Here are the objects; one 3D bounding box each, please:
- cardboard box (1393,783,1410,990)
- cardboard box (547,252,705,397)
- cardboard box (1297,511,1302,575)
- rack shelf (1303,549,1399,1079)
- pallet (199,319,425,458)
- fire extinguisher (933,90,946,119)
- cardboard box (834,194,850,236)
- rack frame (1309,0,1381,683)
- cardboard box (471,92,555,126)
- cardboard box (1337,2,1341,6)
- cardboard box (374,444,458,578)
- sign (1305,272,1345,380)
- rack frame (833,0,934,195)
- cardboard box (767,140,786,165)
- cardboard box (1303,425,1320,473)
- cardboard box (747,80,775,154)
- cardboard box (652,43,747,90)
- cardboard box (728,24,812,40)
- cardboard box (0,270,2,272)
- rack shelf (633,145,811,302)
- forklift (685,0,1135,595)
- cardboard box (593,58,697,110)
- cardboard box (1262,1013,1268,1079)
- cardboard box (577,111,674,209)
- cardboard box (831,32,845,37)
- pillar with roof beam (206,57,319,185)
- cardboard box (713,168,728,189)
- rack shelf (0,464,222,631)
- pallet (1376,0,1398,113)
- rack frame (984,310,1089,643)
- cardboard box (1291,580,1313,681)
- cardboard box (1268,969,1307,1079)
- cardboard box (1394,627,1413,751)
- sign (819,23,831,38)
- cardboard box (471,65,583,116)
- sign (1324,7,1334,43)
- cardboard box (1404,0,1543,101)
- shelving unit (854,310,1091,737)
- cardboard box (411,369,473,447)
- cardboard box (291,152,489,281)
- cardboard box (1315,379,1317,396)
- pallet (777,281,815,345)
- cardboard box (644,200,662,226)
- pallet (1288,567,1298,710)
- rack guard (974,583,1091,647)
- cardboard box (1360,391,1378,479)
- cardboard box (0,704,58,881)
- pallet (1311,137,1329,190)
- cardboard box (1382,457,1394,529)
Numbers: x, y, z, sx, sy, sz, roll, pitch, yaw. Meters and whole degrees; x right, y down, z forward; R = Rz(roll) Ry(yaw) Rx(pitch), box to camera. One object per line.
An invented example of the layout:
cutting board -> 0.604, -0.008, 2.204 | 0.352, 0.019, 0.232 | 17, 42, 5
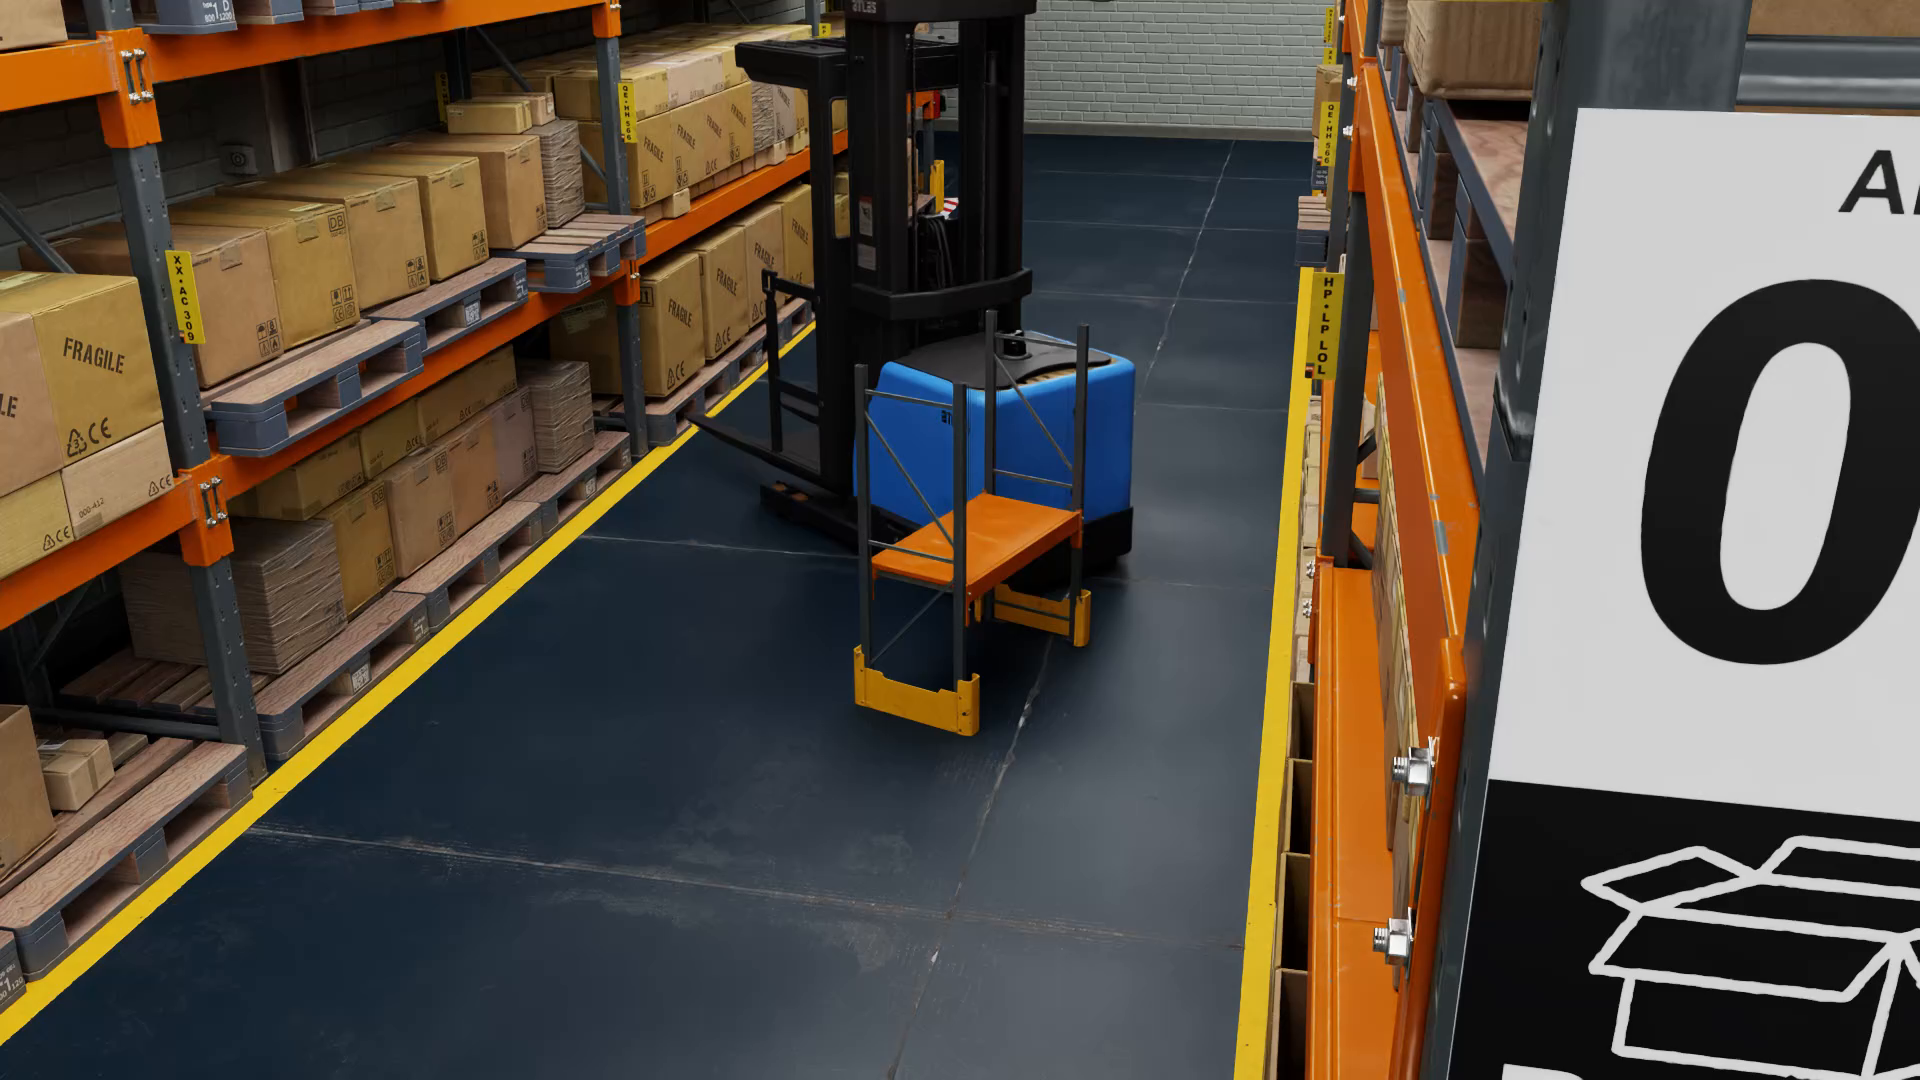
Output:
cardboard box -> 1.233, 0.580, 3.265 | 0.700, 0.500, 0.500 | 5, 23, 13
cardboard box -> -2.127, -1.396, 10.621 | 0.750, 0.750, 0.750 | 4, 22, 10
cardboard box -> 1.849, 0.061, 7.806 | 0.500, 0.250, 0.500 | 4, 22, 10
rack shelf -> 1.221, 0.964, 3.407 | 1.077, 0.370, 4.000 | 4, 22, 11
pallet -> -2.923, -0.656, 6.725 | 1.003, 0.211, 1.213 | 4, 22, 11
fire extinguisher -> -0.290, -4.677, 17.053 | 0.296, 0.674, 0.183 | 4, 22, 11
cardboard box -> -1.336, -2.704, 14.336 | 0.700, 0.500, 0.500 | 5, 22, 12
rack frame -> 1.629, -0.101, 5.089 | 1.000, 3.000, 0.127 | 4, 22, 11
cardboard box -> -2.446, -2.363, 9.114 | 0.380, 0.149, 0.250 | 2, 22, 4
cardboard box -> 3.316, -4.113, 13.579 | 0.500, 0.500, 0.500 | 5, 22, 11
cardboard box -> -2.888, -0.168, 8.014 | 0.700, 0.500, 0.500 | 5, 22, 12
sign -> 1.095, -0.639, 4.981 | 0.100, 0.325, 0.005 | 4, 22, 11
rack frame -> -0.773, -4.866, 16.920 | 1.000, 3.000, 0.127 | 4, 22, 11
cardboard box -> -1.503, -2.864, 12.259 | 0.380, 0.149, 0.250 | 4, 22, 11
cardboard box -> 1.952, -0.381, 8.153 | 0.500, 0.311, 0.500 | 4, 22, 10
cardboard box -> -1.642, -3.038, 11.823 | 0.500, 0.500, 0.500 | 4, 22, 11
cardboard box -> -1.755, -3.195, 11.208 | 0.500, 0.250, 0.500 | 4, 22, 10
cardboard box -> -1.434, -3.754, 12.597 | 0.500, 0.250, 0.500 | 5, 22, 12
cardboard box -> -3.522, -0.609, 5.520 | 0.500, 0.500, 0.500 | 4, 22, 10
rack shelf -> -1.997, -2.338, 11.606 | 1.077, 0.370, 4.000 | 4, 22, 11
forklift -> -0.449, -1.555, 8.791 | 1.130, 2.935, 3.031 | -17, 28, -37
cardboard box -> -1.951, -2.824, 10.289 | 0.500, 0.250, 0.500 | 4, 22, 10
cardboard box -> 1.023, 1.491, 4.254 | 0.500, 0.250, 0.500 | 4, 22, 11
cardboard box -> -2.056, -2.292, 9.970 | 0.500, 0.500, 0.500 | 5, 22, 13
cardboard box -> -1.308, -4.006, 14.383 | 0.980, 0.700, 0.700 | 4, 22, 10
pillar with roof beam -> 0.697, -3.985, 6.703 | 9.100, 9.000, 0.400 | 4, 22, 11
cardboard box -> -1.809, -2.497, 11.348 | 0.380, 0.149, 0.250 | 5, 22, 11
rack shelf -> -3.630, 0.588, 4.341 | 1.077, 0.370, 4.000 | 4, 22, 11
pallet -> 1.480, -1.137, 3.765 | 1.003, 0.211, 1.213 | 4, 22, 11
rack frame -> 0.334, -0.272, 7.521 | 0.500, 1.500, 0.032 | 13, 25, 29
cardboard box -> 1.531, 0.359, 6.315 | 0.500, 0.311, 0.500 | 5, 22, 12
cardboard box -> 0.924, 1.327, 3.659 | 0.500, 0.500, 0.500 | 4, 22, 11
cardboard box -> 1.018, 0.293, 3.108 | 0.380, 0.149, 0.250 | 4, 22, 10
sign -> -1.056, -3.865, 12.992 | 0.100, 0.325, 0.005 | 4, 22, 11
cardboard box -> -2.567, -2.667, 9.898 | 0.500, 0.250, 0.500 | 5, 22, 12
sign -> 3.546, -4.932, 15.926 | 0.100, 0.325, 0.005 | 4, 22, 11
cardboard box -> 0.789, -0.661, 1.915 | 0.500, 0.250, 0.500 | 4, 22, 11
shelving unit -> 0.074, -0.112, 7.125 | 0.587, 1.500, 1.083 | 13, 25, 29
cardboard box -> -2.779, -0.673, 8.262 | 0.500, 0.250, 0.500 | 4, 22, 11
cardboard box -> -2.724, -1.560, 7.990 | 0.700, 0.500, 0.500 | 4, 22, 11
cardboard box -> 2.406, -0.968, 9.999 | 0.500, 0.500, 0.500 | 5, 23, 13
pallet -> -1.673, -1.821, 13.093 | 1.003, 0.211, 1.213 | 4, 22, 11
cardboard box -> -2.052, -2.027, 10.181 | 0.380, 0.149, 0.250 | 5, 22, 12
pallet -> 1.988, 0.473, 7.397 | 1.003, 0.211, 1.213 | 4, 22, 11
rack guard -> 0.333, 0.308, 7.753 | 0.587, 0.250, 0.087 | 13, 25, 29
cardboard box -> 1.628, -0.374, 5.947 | 0.396, 0.266, 0.258 | 4, 22, 10
cardboard box -> -3.394, 0.861, 5.458 | 0.500, 0.500, 0.500 | 3, 22, 7
pallet -> 2.991, -2.654, 11.684 | 1.003, 0.211, 1.213 | 4, 22, 11
cardboard box -> 1.230, -0.082, 4.040 | 0.380, 0.149, 0.250 | 4, 22, 10
